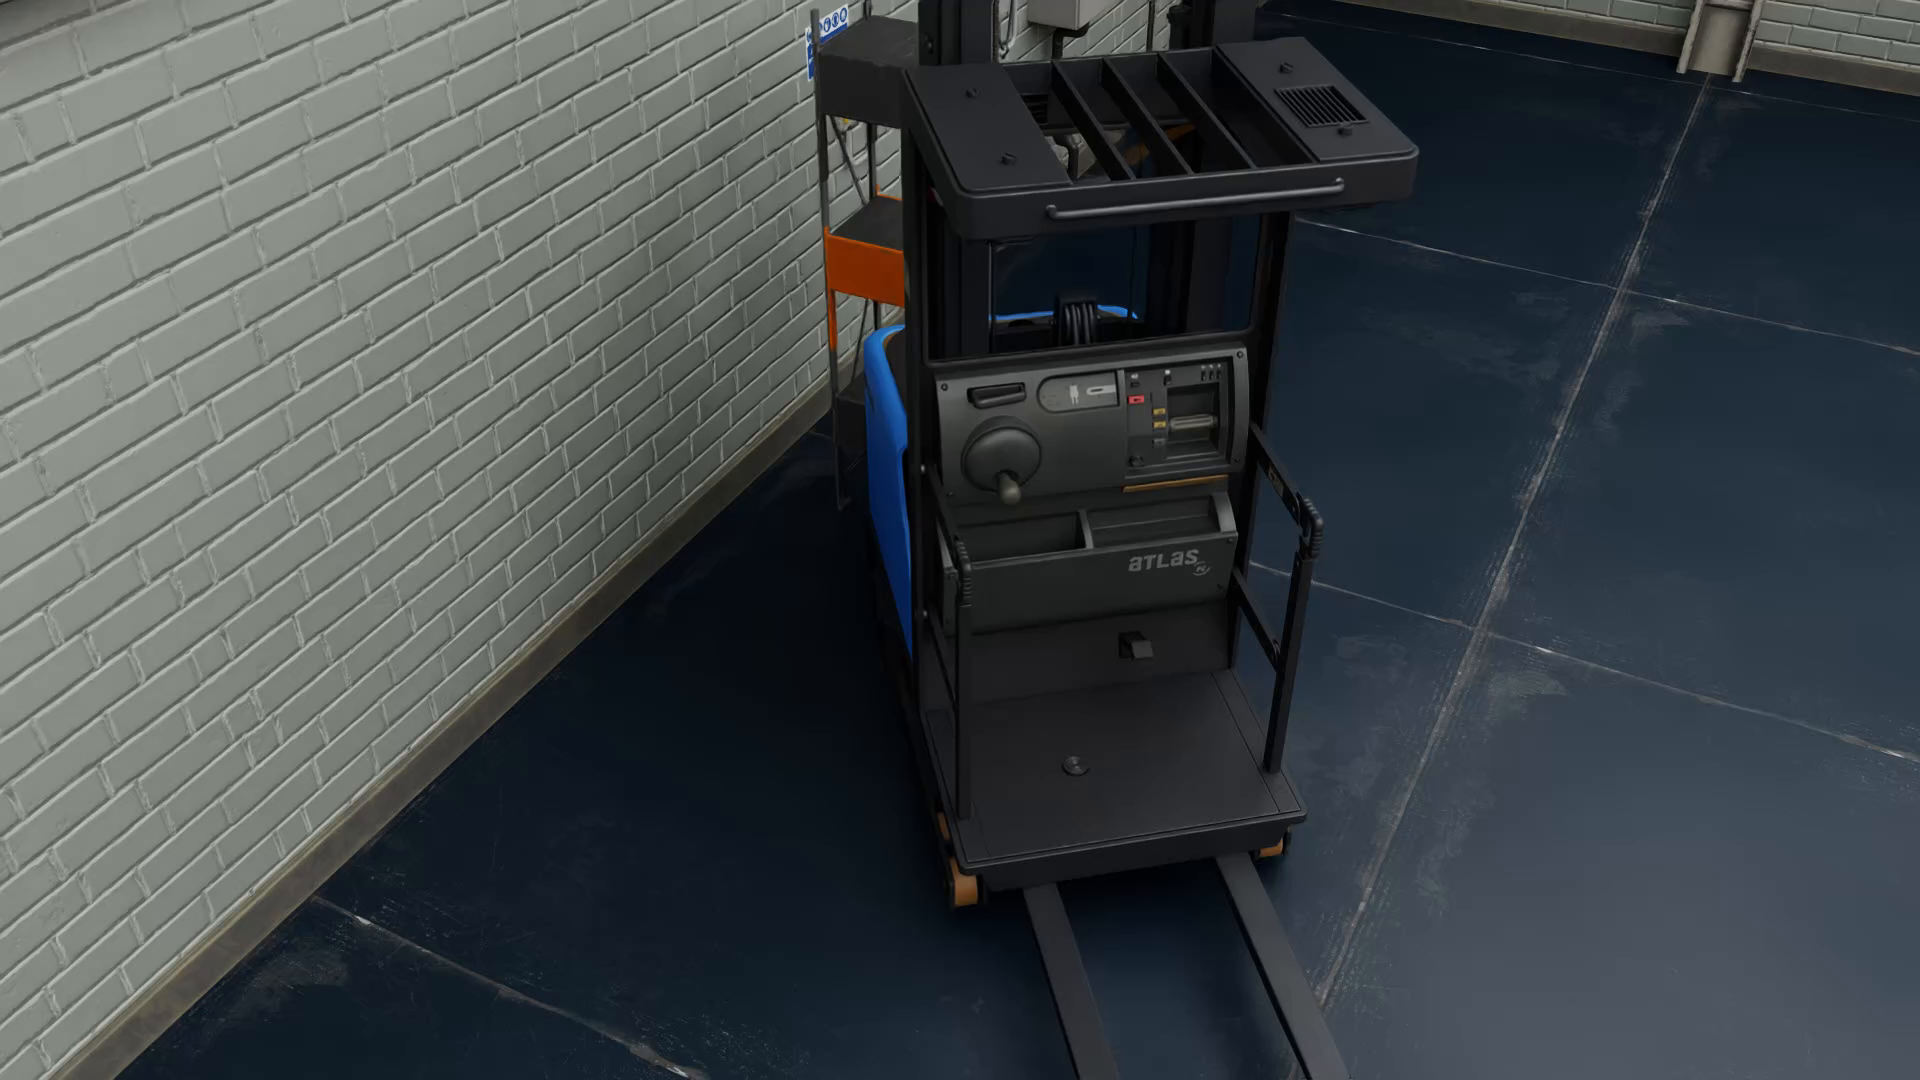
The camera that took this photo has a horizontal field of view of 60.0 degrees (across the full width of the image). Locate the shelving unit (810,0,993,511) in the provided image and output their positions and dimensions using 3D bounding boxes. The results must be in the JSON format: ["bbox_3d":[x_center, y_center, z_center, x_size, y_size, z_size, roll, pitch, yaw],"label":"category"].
[{"bbox_3d":[-0.196,-1.003,6.335,0.503,2.100,0.431,16,40,21],"label":"shelving unit"}]

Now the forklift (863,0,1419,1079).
[{"bbox_3d":[0.438,-0.265,4.674,1.130,2.935,3.031,-7,38,-9],"label":"forklift"}]

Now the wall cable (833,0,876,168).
[{"bbox_3d":[-0.453,-2.317,6.455,0.123,1.953,0.585,17,41,21],"label":"wall cable"}]

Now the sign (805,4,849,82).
[{"bbox_3d":[-0.530,-1.998,6.678,0.001,0.218,0.327,17,41,21],"label":"sign"}]

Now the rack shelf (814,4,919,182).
[{"bbox_3d":[-0.196,-1.550,5.920,0.480,0.518,0.431,16,40,21],"label":"rack shelf"}]

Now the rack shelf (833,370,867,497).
[{"bbox_3d":[-0.196,-0.435,6.766,0.480,0.518,0.431,16,40,21],"label":"rack shelf"}]

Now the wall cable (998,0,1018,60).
[{"bbox_3d":[0.189,-3.069,7.472,0.122,1.984,0.588,17,41,21],"label":"wall cable"}]

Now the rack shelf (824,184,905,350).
[{"bbox_3d":[-0.196,-0.992,6.343,0.480,0.518,0.431,16,40,21],"label":"rack shelf"}]

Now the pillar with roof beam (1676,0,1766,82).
[{"bbox_3d":[2.884,-4.322,5.001,0.400,9.000,9.100,17,41,21],"label":"pillar with roof beam"}]

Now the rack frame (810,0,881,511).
[{"bbox_3d":[-0.415,-1.068,6.420,0.015,2.100,0.400,16,40,21],"label":"rack frame"}]

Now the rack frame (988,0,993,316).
[{"bbox_3d":[0.023,-0.938,6.249,0.015,2.100,0.400,16,40,21],"label":"rack frame"}]

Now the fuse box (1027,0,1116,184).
[{"bbox_3d":[0.642,-2.474,8.594,0.414,1.711,0.539,17,41,21],"label":"fuse box"}]
